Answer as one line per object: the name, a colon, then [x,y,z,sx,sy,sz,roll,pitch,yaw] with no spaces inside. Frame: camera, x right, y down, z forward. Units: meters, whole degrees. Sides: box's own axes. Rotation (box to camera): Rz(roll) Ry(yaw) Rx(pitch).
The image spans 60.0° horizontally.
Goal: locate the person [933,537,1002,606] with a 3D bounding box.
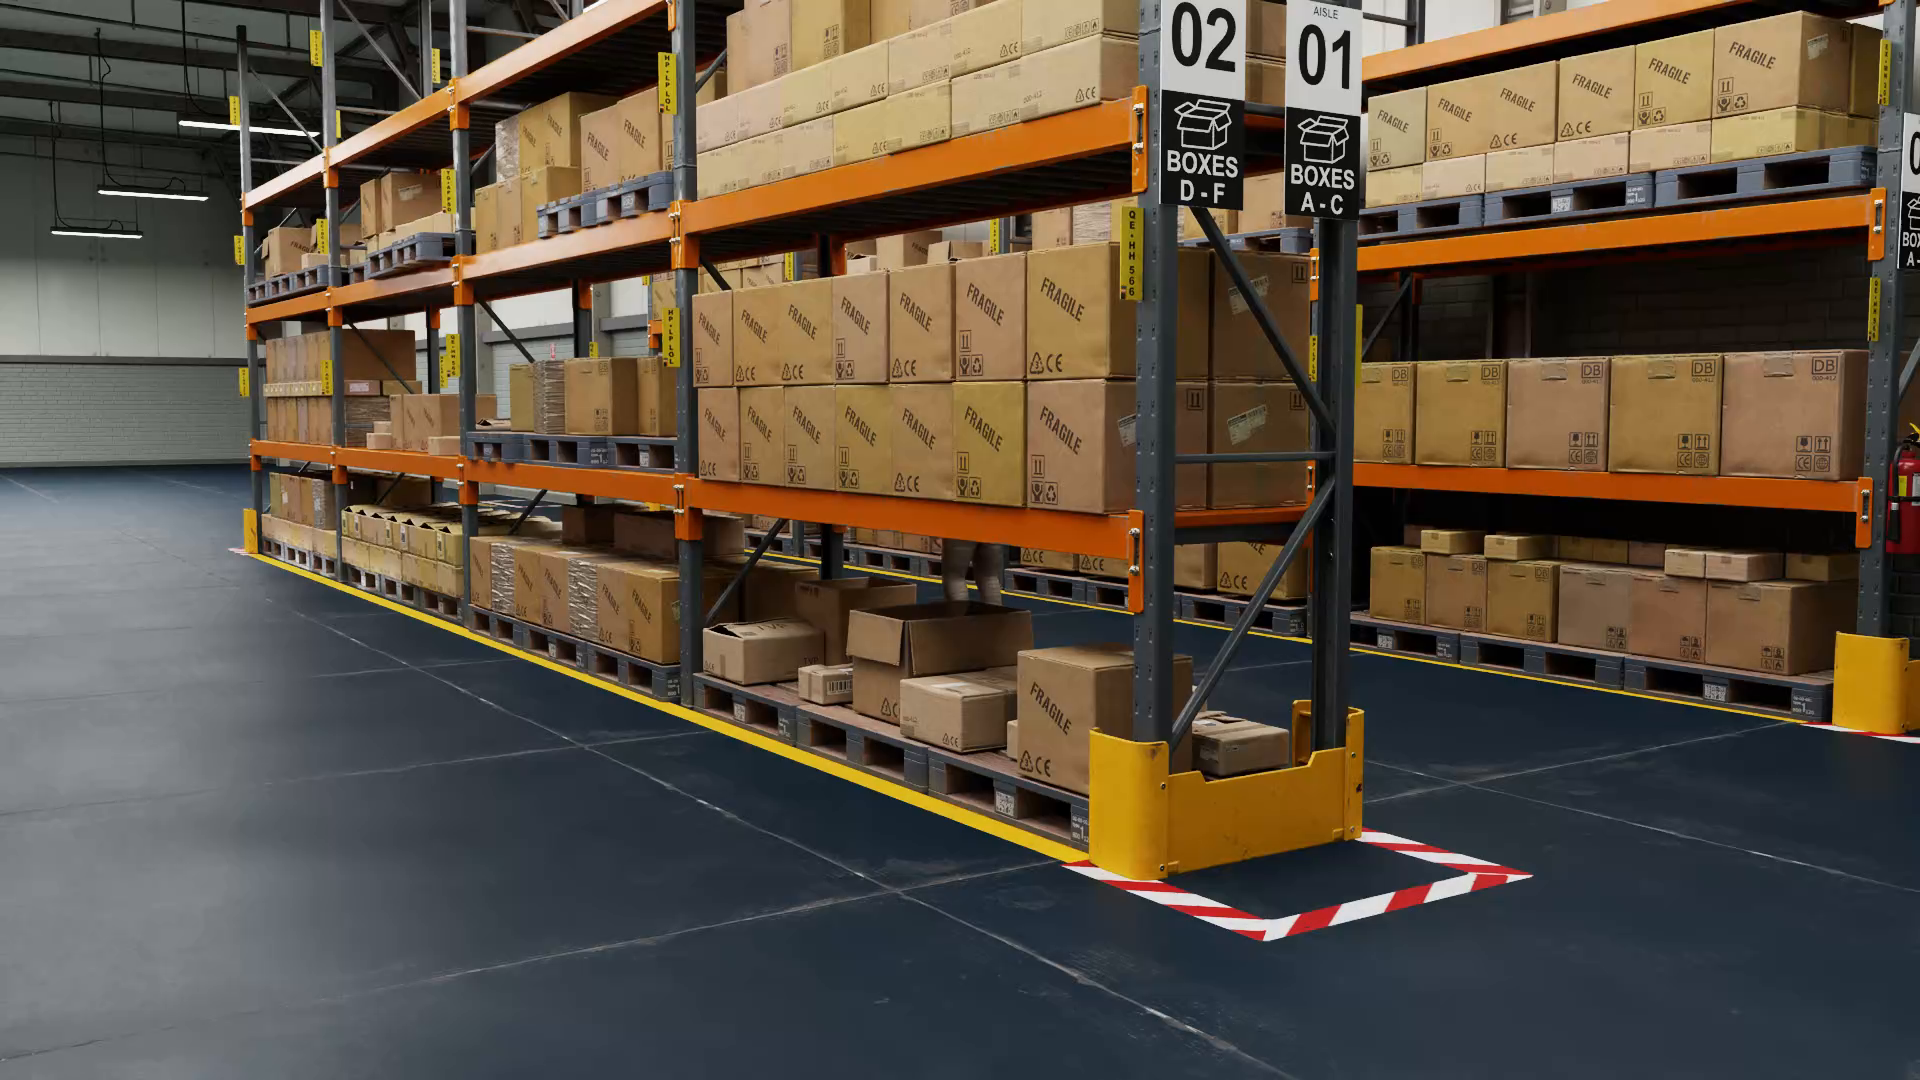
person: [0.068,-0.099,11.632,0.587,1.726,0.389,-3,6,-34]
